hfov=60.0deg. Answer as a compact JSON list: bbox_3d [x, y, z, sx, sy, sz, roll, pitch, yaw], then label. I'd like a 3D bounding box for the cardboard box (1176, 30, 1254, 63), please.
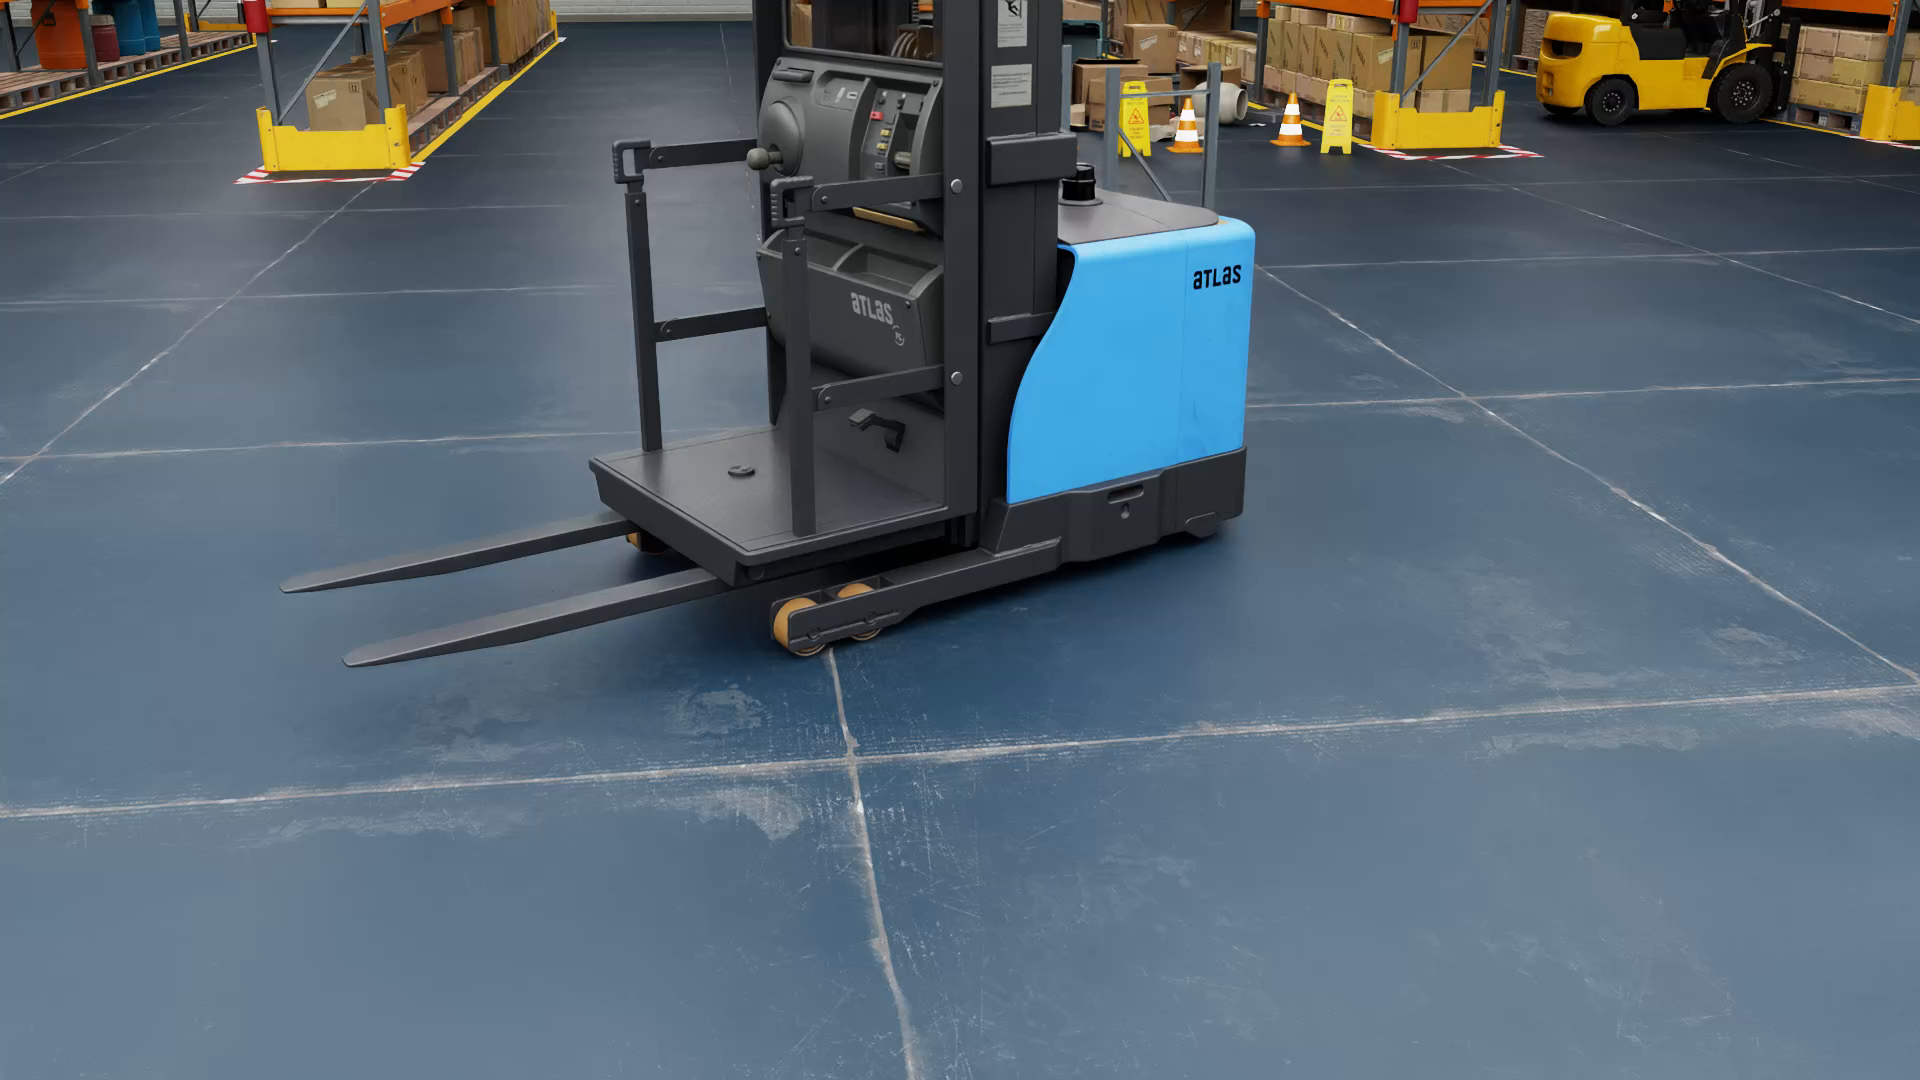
[{"bbox_3d":[3.395,-6.627,22.327,0.950,0.372,0.625,-4,21,-11],"label":"cardboard box"}]

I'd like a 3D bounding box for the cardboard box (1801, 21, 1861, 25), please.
[{"bbox_3d":[9.302,-5.416,17.831,0.500,0.250,0.500,-3,21,-9],"label":"cardboard box"}]

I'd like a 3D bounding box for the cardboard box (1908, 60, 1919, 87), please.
[{"bbox_3d":[9.526,-4.655,16.507,0.500,0.250,0.500,-3,21,-7],"label":"cardboard box"}]

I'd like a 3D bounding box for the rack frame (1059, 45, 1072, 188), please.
[{"bbox_3d":[0.248,-1.348,7.182,0.500,1.500,0.032,-11,23,-28],"label":"rack frame"}]

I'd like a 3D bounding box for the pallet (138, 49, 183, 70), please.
[{"bbox_3d":[-11.891,-6.917,23.934,1.003,0.211,1.213,-3,21,-8],"label":"pallet"}]

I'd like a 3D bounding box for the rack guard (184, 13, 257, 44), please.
[{"bbox_3d":[-12.553,-8.714,28.333,1.175,0.500,0.348,-3,21,-8],"label":"rack guard"}]

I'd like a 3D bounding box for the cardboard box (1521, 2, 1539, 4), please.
[{"bbox_3d":[8.341,-7.810,24.385,0.380,0.149,0.250,-3,21,-7],"label":"cardboard box"}]

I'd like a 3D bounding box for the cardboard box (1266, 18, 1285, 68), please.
[{"bbox_3d":[3.718,-5.514,18.451,0.500,0.500,0.500,-2,21,-5],"label":"cardboard box"}]

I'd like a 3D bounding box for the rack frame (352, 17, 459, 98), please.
[{"bbox_3d":[-5.906,-5.972,17.419,1.000,3.000,0.127,-3,21,-8],"label":"rack frame"}]

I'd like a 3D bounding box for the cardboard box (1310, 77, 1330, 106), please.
[{"bbox_3d":[3.946,-4.623,17.136,0.500,0.250,0.500,-4,21,-10],"label":"cardboard box"}]

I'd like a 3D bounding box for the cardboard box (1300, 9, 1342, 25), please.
[{"bbox_3d":[3.794,-5.501,17.488,0.380,0.149,0.250,-2,21,-5],"label":"cardboard box"}]

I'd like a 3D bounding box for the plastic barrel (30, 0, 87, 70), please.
[{"bbox_3d":[-11.471,-6.456,21.216,0.600,0.830,0.708,-3,21,-8],"label":"plastic barrel"}]

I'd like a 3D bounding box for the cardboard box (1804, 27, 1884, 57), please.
[{"bbox_3d":[8.934,-5.036,16.813,0.500,0.250,0.500,-3,21,-7],"label":"cardboard box"}]

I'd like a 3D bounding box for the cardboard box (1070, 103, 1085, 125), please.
[{"bbox_3d":[1.087,-4.404,17.129,0.396,0.266,0.258,1,20,2],"label":"cardboard box"}]

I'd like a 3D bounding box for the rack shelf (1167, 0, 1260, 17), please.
[{"bbox_3d":[3.612,-6.828,20.738,1.077,0.370,4.000,-3,21,-8],"label":"rack shelf"}]

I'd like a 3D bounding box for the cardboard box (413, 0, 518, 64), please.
[{"bbox_3d":[-6.562,-6.799,22.068,1.225,0.875,0.875,-4,21,-10],"label":"cardboard box"}]

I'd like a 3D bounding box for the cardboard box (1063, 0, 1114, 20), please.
[{"bbox_3d":[2.365,-9.400,29.658,0.875,0.438,0.875,-4,21,-10],"label":"cardboard box"}]

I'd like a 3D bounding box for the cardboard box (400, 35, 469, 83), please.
[{"bbox_3d":[-6.105,-5.581,19.315,0.700,0.500,0.500,-5,21,-12],"label":"cardboard box"}]

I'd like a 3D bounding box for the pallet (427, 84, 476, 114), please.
[{"bbox_3d":[-6.020,-4.936,18.629,1.003,0.211,1.213,-3,21,-8],"label":"pallet"}]

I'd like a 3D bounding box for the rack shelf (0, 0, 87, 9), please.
[{"bbox_3d":[-11.096,-6.078,18.730,1.077,0.370,4.000,-3,21,-8],"label":"rack shelf"}]

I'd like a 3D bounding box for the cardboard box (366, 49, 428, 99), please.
[{"bbox_3d":[-5.888,-4.858,17.407,0.500,0.500,0.500,-4,21,-9],"label":"cardboard box"}]

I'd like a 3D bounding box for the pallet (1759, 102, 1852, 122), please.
[{"bbox_3d":[9.064,-4.717,18.043,1.003,0.211,1.213,-3,21,-8],"label":"pallet"}]

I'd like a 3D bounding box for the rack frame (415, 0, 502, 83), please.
[{"bbox_3d":[-6.483,-7.357,21.127,1.000,3.000,0.127,-3,21,-8],"label":"rack frame"}]

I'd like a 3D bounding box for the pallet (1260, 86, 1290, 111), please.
[{"bbox_3d":[4.032,-4.935,18.628,1.003,0.211,1.213,-3,21,-8],"label":"pallet"}]

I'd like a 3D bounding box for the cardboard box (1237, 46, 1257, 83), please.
[{"bbox_3d":[3.822,-5.619,19.630,0.950,0.372,0.625,-3,21,-7],"label":"cardboard box"}]

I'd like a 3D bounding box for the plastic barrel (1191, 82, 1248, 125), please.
[{"bbox_3d":[2.681,-4.519,17.211,0.512,0.421,0.421,12,24,30],"label":"plastic barrel"}]

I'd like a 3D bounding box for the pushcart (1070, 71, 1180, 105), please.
[{"bbox_3d":[1.651,-5.111,18.862,1.648,0.377,0.936,-11,23,-26],"label":"pushcart"}]

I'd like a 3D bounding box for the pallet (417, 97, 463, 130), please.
[{"bbox_3d":[-5.774,-4.435,17.290,1.003,0.211,1.213,-3,21,-8],"label":"pallet"}]

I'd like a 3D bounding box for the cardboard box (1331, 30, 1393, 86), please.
[{"bbox_3d":[4.025,-4.792,16.517,0.500,0.500,0.500,-2,21,-6],"label":"cardboard box"}]

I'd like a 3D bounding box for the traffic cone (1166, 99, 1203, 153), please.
[{"bbox_3d":[2.089,-3.809,15.253,0.336,0.463,0.334,-3,21,-8],"label":"traffic cone"}]

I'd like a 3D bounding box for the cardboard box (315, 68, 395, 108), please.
[{"bbox_3d":[-5.523,-4.035,15.206,0.500,0.500,0.500,2,21,6],"label":"cardboard box"}]

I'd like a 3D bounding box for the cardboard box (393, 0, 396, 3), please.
[{"bbox_3d":[-5.230,-4.841,14.749,0.380,0.149,0.250,-3,21,-8],"label":"cardboard box"}]

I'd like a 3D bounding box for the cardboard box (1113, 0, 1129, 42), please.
[{"bbox_3d":[2.916,-8.233,25.908,0.875,0.875,0.875,-2,21,-6],"label":"cardboard box"}]

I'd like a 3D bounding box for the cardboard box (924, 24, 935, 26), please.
[{"bbox_3d":[-0.570,-4.235,15.205,0.875,0.875,0.875,-3,21,-7],"label":"cardboard box"}]

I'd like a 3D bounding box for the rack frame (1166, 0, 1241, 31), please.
[{"bbox_3d":[3.324,-7.857,22.466,1.000,3.000,0.127,-3,21,-8],"label":"rack frame"}]

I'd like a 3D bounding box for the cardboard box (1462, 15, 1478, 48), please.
[{"bbox_3d":[7.822,-7.625,24.816,0.500,0.500,0.500,-2,21,-5],"label":"cardboard box"}]

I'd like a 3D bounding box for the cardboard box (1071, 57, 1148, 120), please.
[{"bbox_3d":[1.576,-4.785,17.615,0.797,0.637,0.503,-3,21,-8],"label":"cardboard box"}]

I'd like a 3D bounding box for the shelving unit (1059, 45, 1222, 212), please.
[{"bbox_3d":[0.499,-1.193,6.768,0.538,1.500,1.048,-11,23,-28],"label":"shelving unit"}]

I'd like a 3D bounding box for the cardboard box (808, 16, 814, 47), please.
[{"bbox_3d":[-1.162,-5.541,18.879,1.050,0.750,0.750,-3,21,-8],"label":"cardboard box"}]

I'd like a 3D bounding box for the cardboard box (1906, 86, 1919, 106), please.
[{"bbox_3d":[9.511,-4.427,16.613,0.500,0.250,0.500,-3,21,-8],"label":"cardboard box"}]

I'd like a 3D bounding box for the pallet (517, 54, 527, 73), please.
[{"bbox_3d":[-6.694,-6.749,23.485,1.003,0.211,1.213,-3,21,-8],"label":"pallet"}]

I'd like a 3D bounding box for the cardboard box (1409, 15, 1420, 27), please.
[{"bbox_3d":[7.506,-8.341,26.733,0.500,0.500,0.500,-2,21,-5],"label":"cardboard box"}]

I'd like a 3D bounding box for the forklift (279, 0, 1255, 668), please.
[{"bbox_3d":[-0.513,-1.246,4.863,3.031,2.935,1.130,-14,25,-33],"label":"forklift"}]

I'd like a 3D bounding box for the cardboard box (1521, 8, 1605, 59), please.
[{"bbox_3d":[8.311,-6.976,22.901,0.875,0.625,0.625,-2,21,-6],"label":"cardboard box"}]

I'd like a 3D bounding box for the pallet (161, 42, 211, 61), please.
[{"bbox_3d":[-12.105,-7.439,25.331,1.003,0.211,1.213,-3,21,-8],"label":"pallet"}]

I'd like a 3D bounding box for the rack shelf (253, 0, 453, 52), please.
[{"bbox_3d":[-5.618,-4.943,15.691,1.077,0.370,4.000,-3,21,-8],"label":"rack shelf"}]

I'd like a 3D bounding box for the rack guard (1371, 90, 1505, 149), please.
[{"bbox_3d":[4.466,-3.943,15.557,1.175,0.500,0.348,-3,21,-8],"label":"rack guard"}]

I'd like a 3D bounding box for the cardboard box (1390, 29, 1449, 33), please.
[{"bbox_3d":[4.551,-4.829,16.617,0.500,0.500,0.500,-4,21,-10],"label":"cardboard box"}]

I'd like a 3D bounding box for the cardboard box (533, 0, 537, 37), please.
[{"bbox_3d":[-7.075,-8.176,25.756,0.875,0.875,0.875,-3,21,-8],"label":"cardboard box"}]

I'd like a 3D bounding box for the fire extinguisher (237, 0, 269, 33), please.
[{"bbox_3d":[-5.769,-4.488,13.557,0.296,0.674,0.183,-3,21,-8],"label":"fire extinguisher"}]

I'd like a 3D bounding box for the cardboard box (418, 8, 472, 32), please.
[{"bbox_3d":[-6.270,-6.330,20.249,0.500,0.250,0.500,-1,20,-2],"label":"cardboard box"}]
